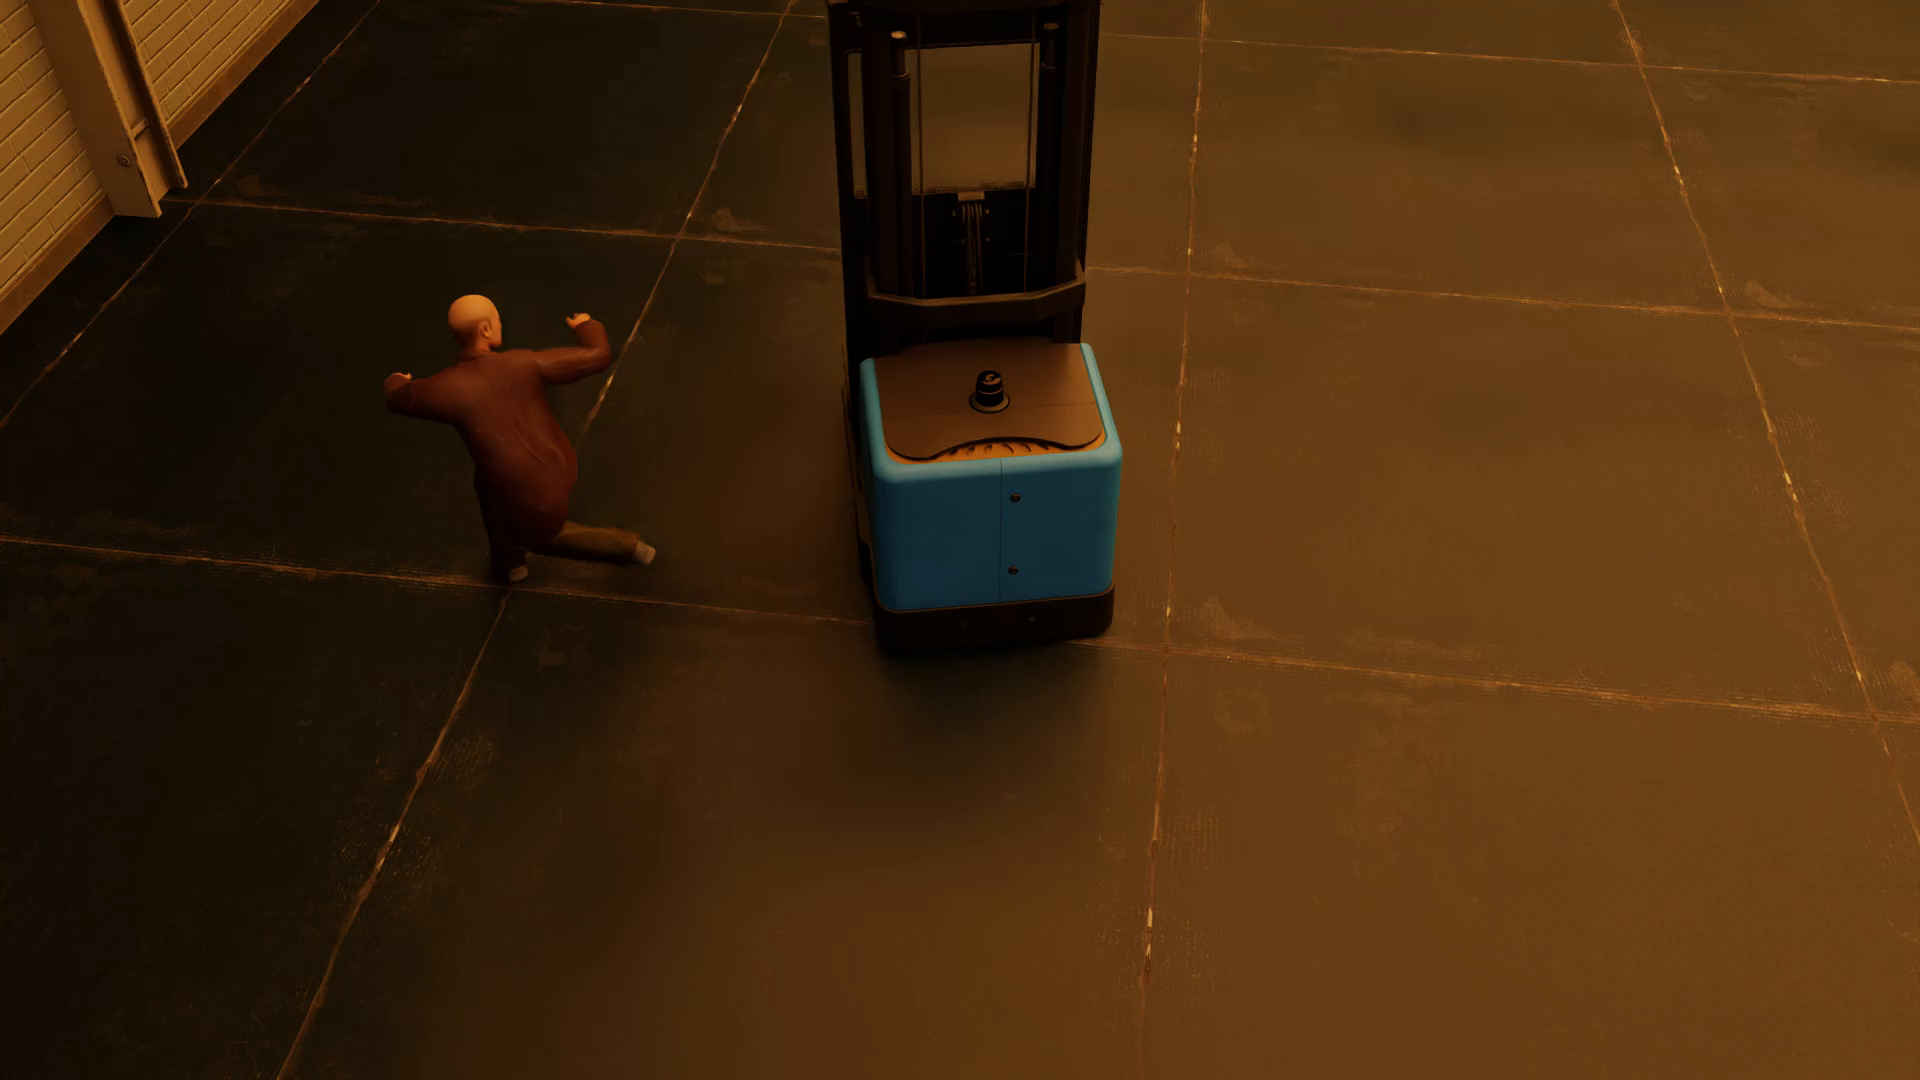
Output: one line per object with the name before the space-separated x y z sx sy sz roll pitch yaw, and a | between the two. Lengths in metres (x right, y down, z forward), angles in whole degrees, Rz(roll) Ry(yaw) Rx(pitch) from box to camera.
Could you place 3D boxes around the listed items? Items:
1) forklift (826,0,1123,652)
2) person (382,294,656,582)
forklift | -0.013 -1.591 7.456 1.130 2.935 3.031 -5 43 -5
person | -1.932 -0.477 7.316 1.203 1.531 0.917 26 49 26
